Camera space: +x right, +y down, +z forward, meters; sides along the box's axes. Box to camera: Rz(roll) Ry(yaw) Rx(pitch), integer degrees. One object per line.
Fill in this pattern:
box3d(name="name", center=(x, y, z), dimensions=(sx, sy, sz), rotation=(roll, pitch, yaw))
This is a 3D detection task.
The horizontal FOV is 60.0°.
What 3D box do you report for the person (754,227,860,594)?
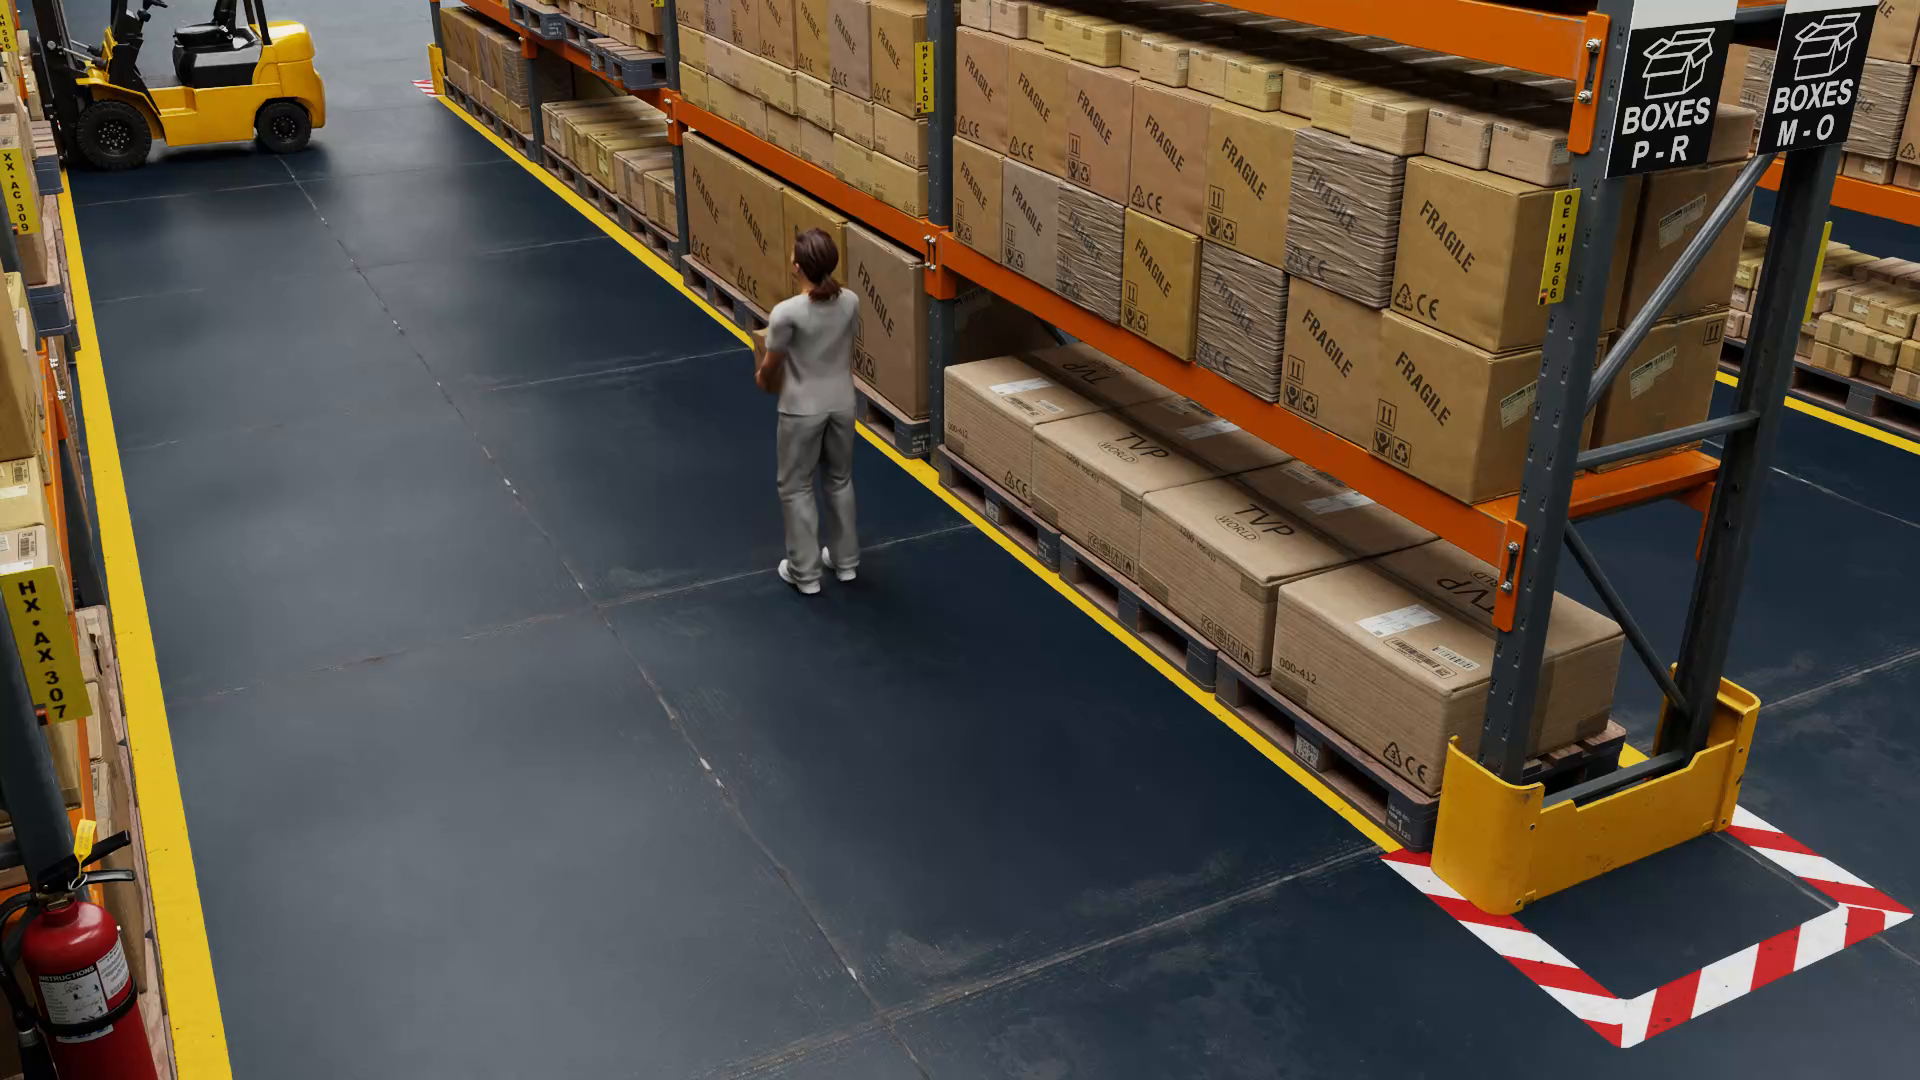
box3d(name="person", center=(-0.667, -0.579, 7.322), dimensions=(0.444, 1.671, 0.547), rotation=(-15, 30, -29))
